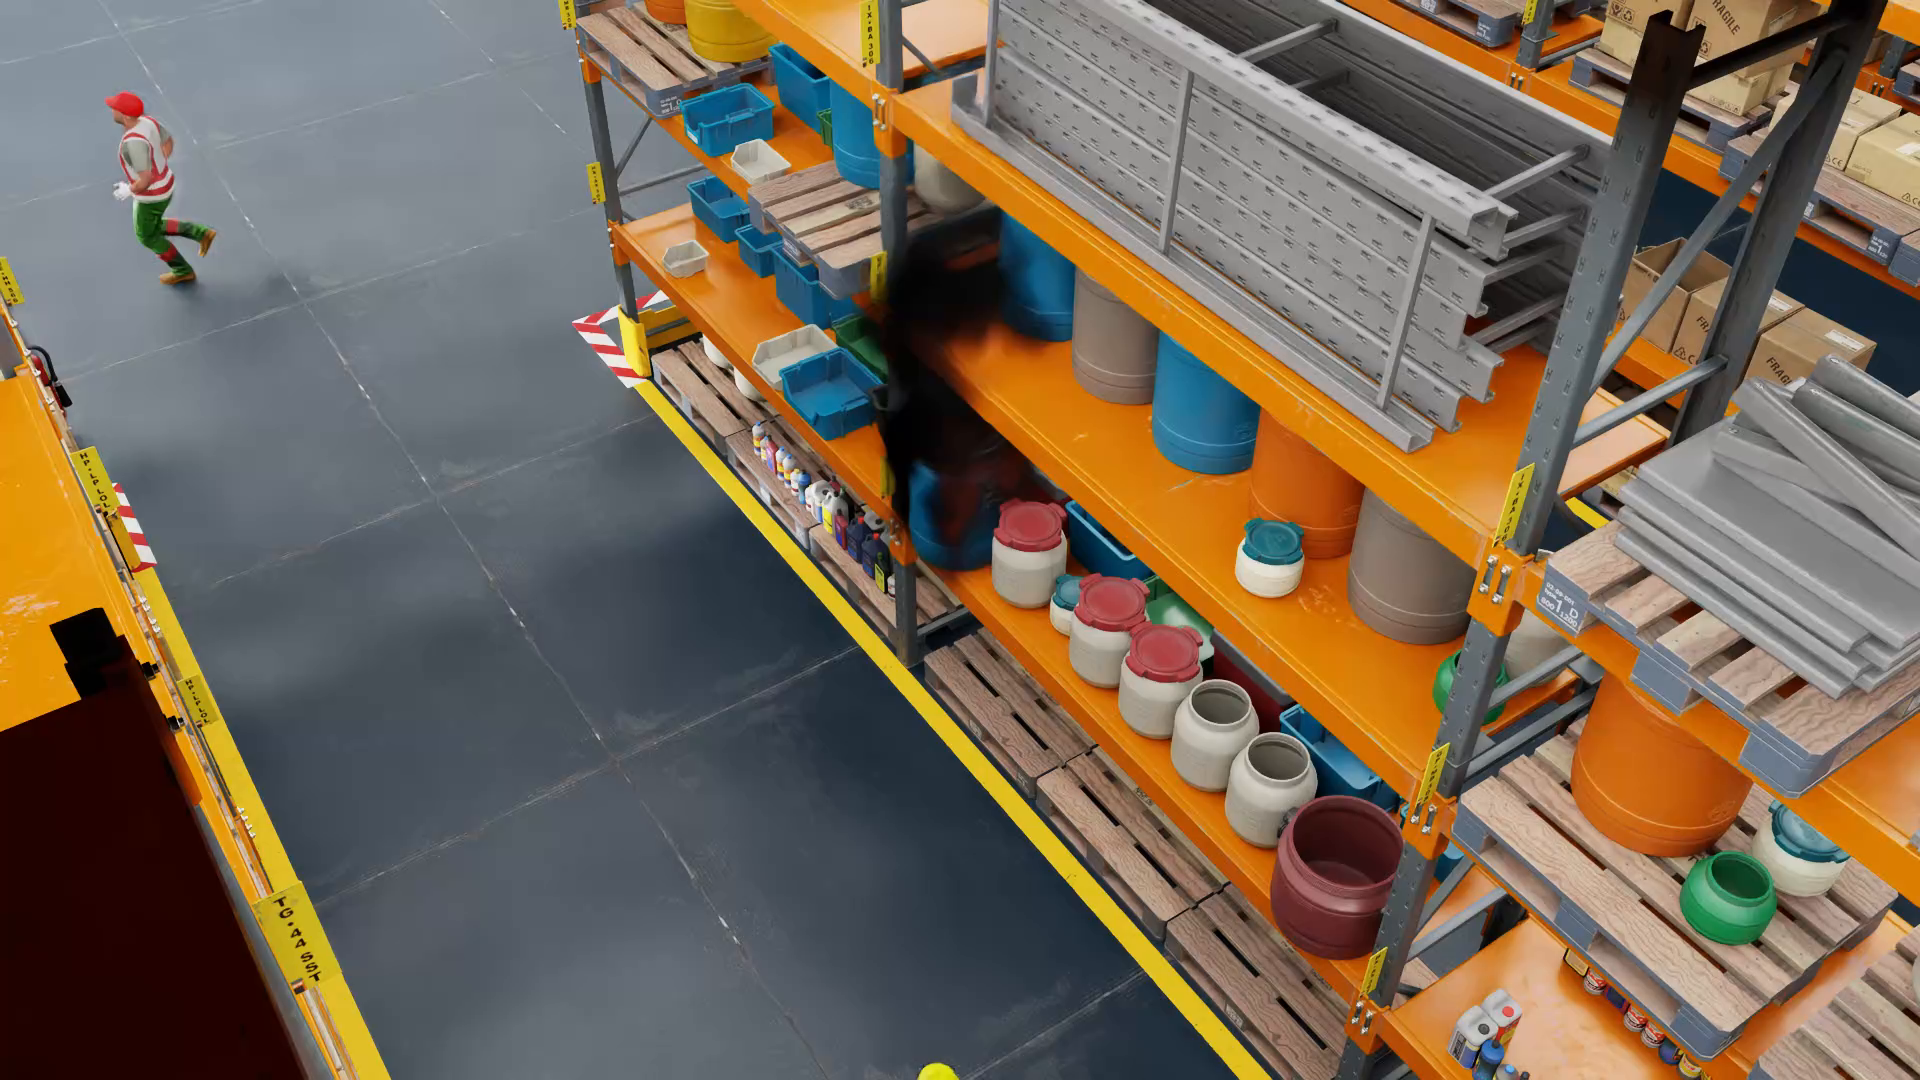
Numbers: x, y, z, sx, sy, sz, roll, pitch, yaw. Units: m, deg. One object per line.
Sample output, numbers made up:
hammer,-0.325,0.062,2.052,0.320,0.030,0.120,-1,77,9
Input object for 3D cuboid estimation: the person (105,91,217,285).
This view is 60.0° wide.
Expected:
person,-6.558,-2.859,13.599,0.591,1.732,0.673,-4,43,-5

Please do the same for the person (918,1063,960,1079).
person,-0.127,2.848,7.374,0.712,1.717,0.687,-26,49,-26
